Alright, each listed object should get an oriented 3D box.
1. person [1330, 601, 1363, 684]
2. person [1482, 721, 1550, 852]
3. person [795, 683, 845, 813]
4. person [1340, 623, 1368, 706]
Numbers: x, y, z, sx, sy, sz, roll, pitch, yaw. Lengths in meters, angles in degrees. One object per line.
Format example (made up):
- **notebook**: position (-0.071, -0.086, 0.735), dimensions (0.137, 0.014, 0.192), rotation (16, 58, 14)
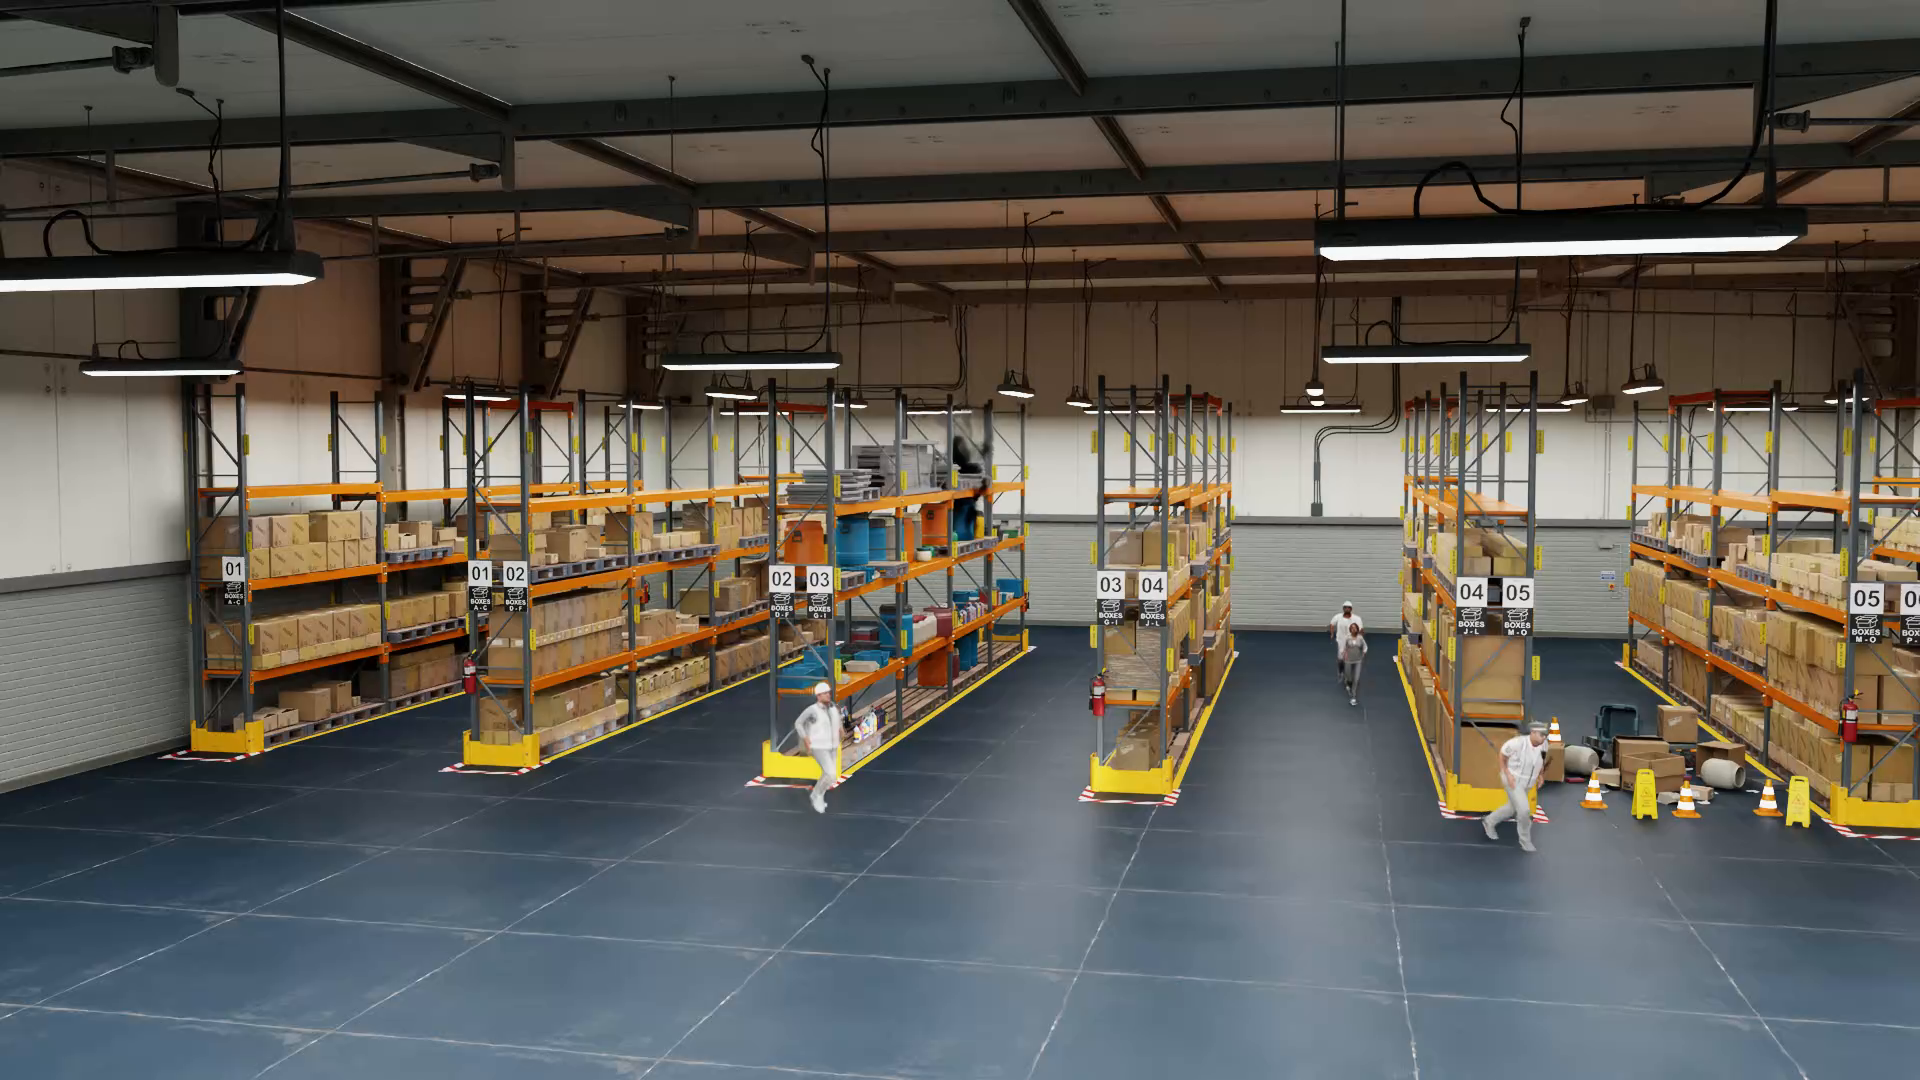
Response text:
- **person**: position (8.040, 2.141, 34.625), dimensions (0.685, 1.740, 0.665), rotation (1, 3, 13)
- **person**: position (6.941, 3.038, 20.756), dimensions (0.642, 1.666, 0.983), rotation (-1, 4, -23)
- **person**: position (-1.831, 2.825, 22.615), dimensions (0.683, 1.757, 0.639), rotation (3, 4, 42)
- **person**: position (7.622, 2.382, 32.190), dimensions (0.536, 1.575, 0.734), rotation (0, 3, 8)
